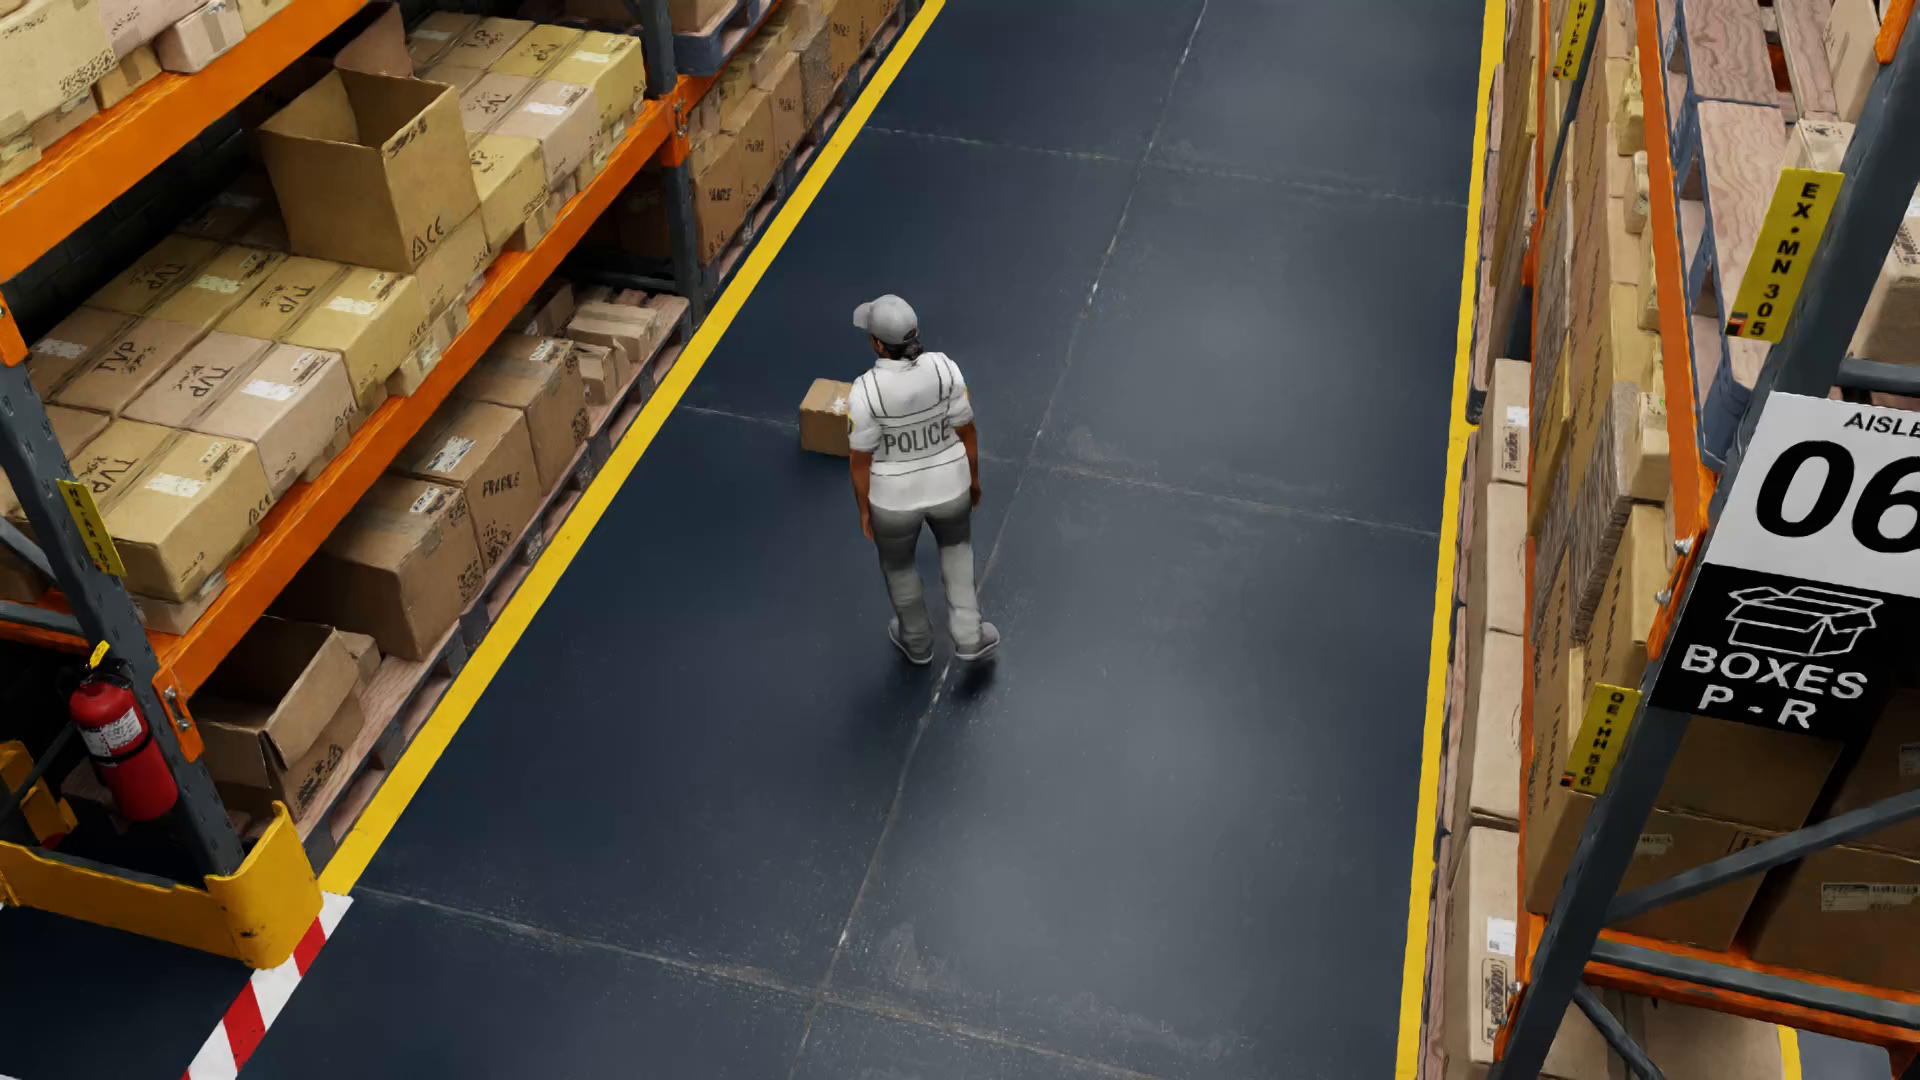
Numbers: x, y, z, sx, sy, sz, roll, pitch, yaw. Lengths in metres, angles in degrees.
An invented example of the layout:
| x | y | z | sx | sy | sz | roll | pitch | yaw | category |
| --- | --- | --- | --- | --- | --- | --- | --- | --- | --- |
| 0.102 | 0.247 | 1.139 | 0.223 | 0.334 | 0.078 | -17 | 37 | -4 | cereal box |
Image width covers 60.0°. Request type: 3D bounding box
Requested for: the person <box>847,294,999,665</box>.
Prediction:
| x | y | z | sx | sy | sz | roll | pitch | yaw | category |
| --- | --- | --- | --- | --- | --- | --- | --- | --- | --- |
| -0.140 | -0.171 | 6.352 | 0.556 | 1.655 | 0.576 | -14 | 43 | -15 | person |
